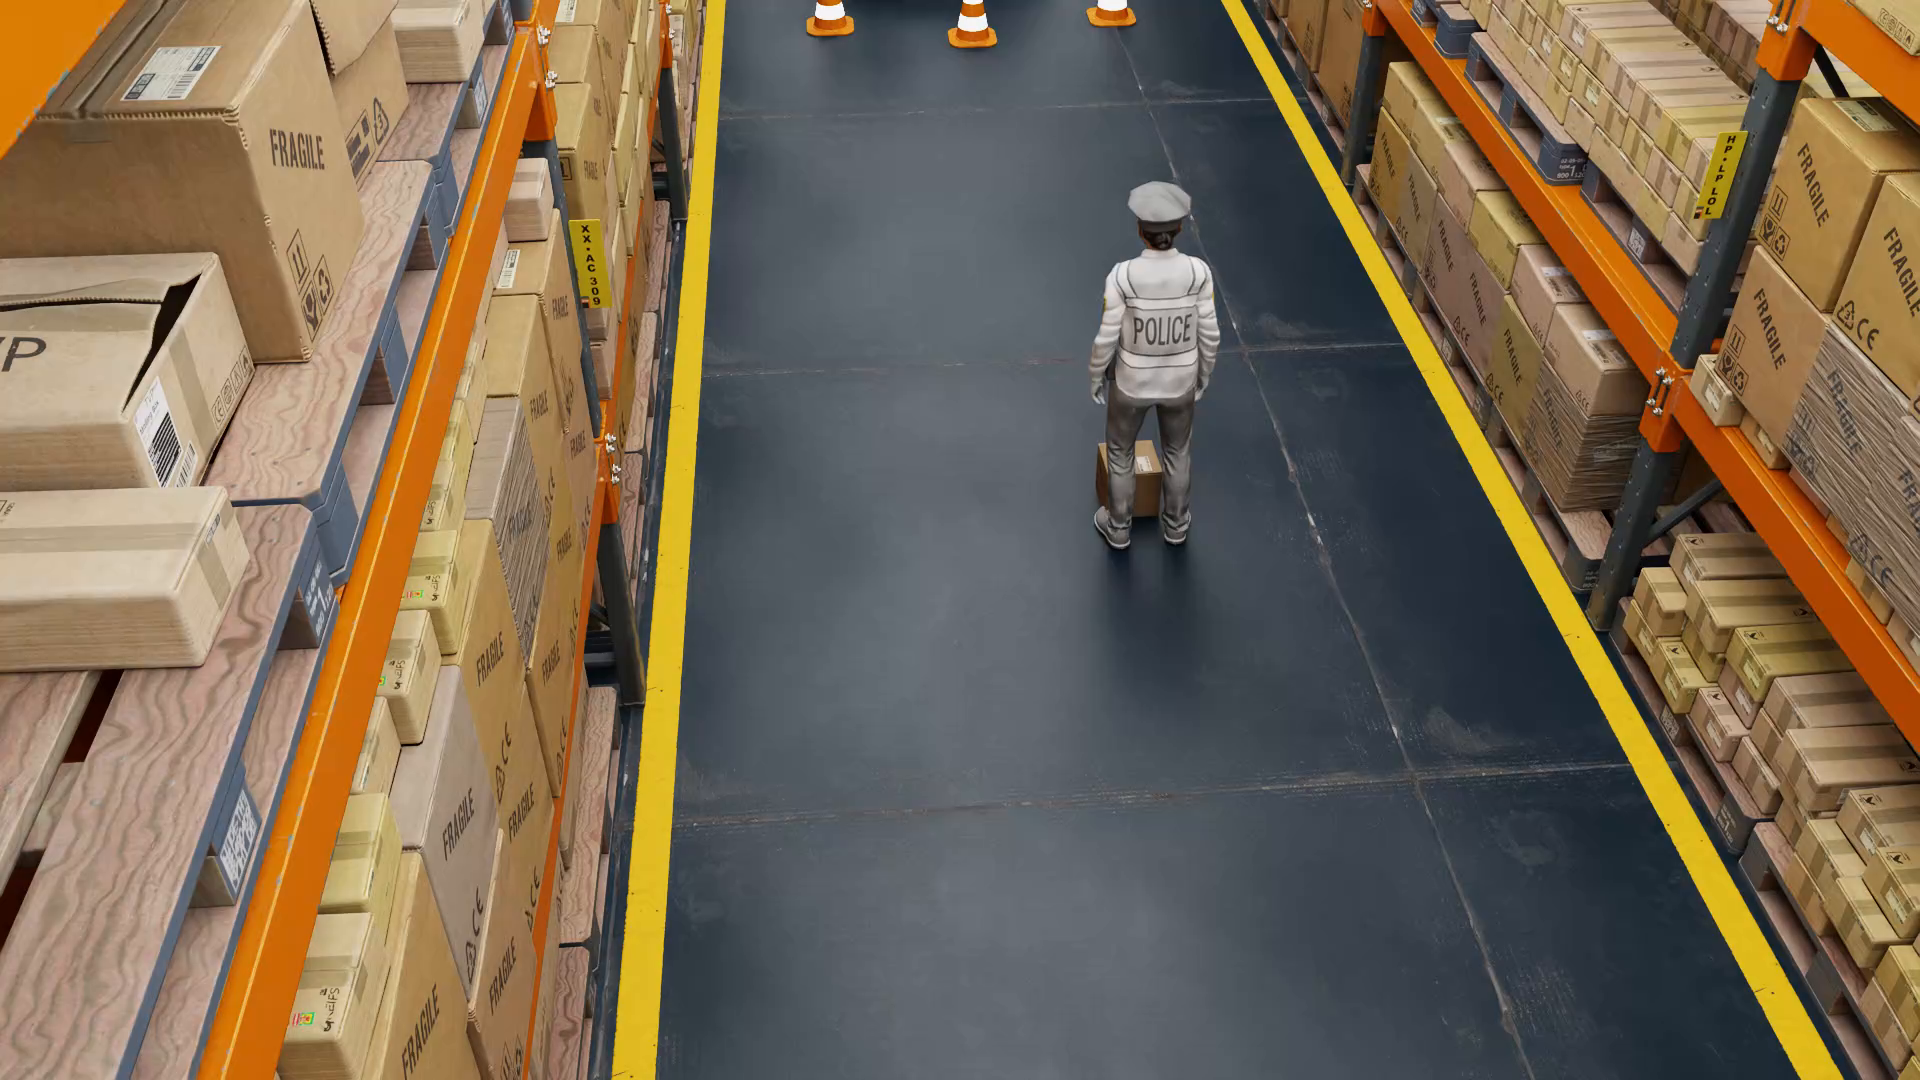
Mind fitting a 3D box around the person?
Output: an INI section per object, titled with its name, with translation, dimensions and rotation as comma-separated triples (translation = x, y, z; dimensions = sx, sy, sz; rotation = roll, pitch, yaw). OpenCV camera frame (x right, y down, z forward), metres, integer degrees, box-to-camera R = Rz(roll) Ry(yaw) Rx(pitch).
[person]
translation = 0.803, -0.672, 6.971
dimensions = 0.530, 1.664, 0.371
rotation = -3, 39, -4
